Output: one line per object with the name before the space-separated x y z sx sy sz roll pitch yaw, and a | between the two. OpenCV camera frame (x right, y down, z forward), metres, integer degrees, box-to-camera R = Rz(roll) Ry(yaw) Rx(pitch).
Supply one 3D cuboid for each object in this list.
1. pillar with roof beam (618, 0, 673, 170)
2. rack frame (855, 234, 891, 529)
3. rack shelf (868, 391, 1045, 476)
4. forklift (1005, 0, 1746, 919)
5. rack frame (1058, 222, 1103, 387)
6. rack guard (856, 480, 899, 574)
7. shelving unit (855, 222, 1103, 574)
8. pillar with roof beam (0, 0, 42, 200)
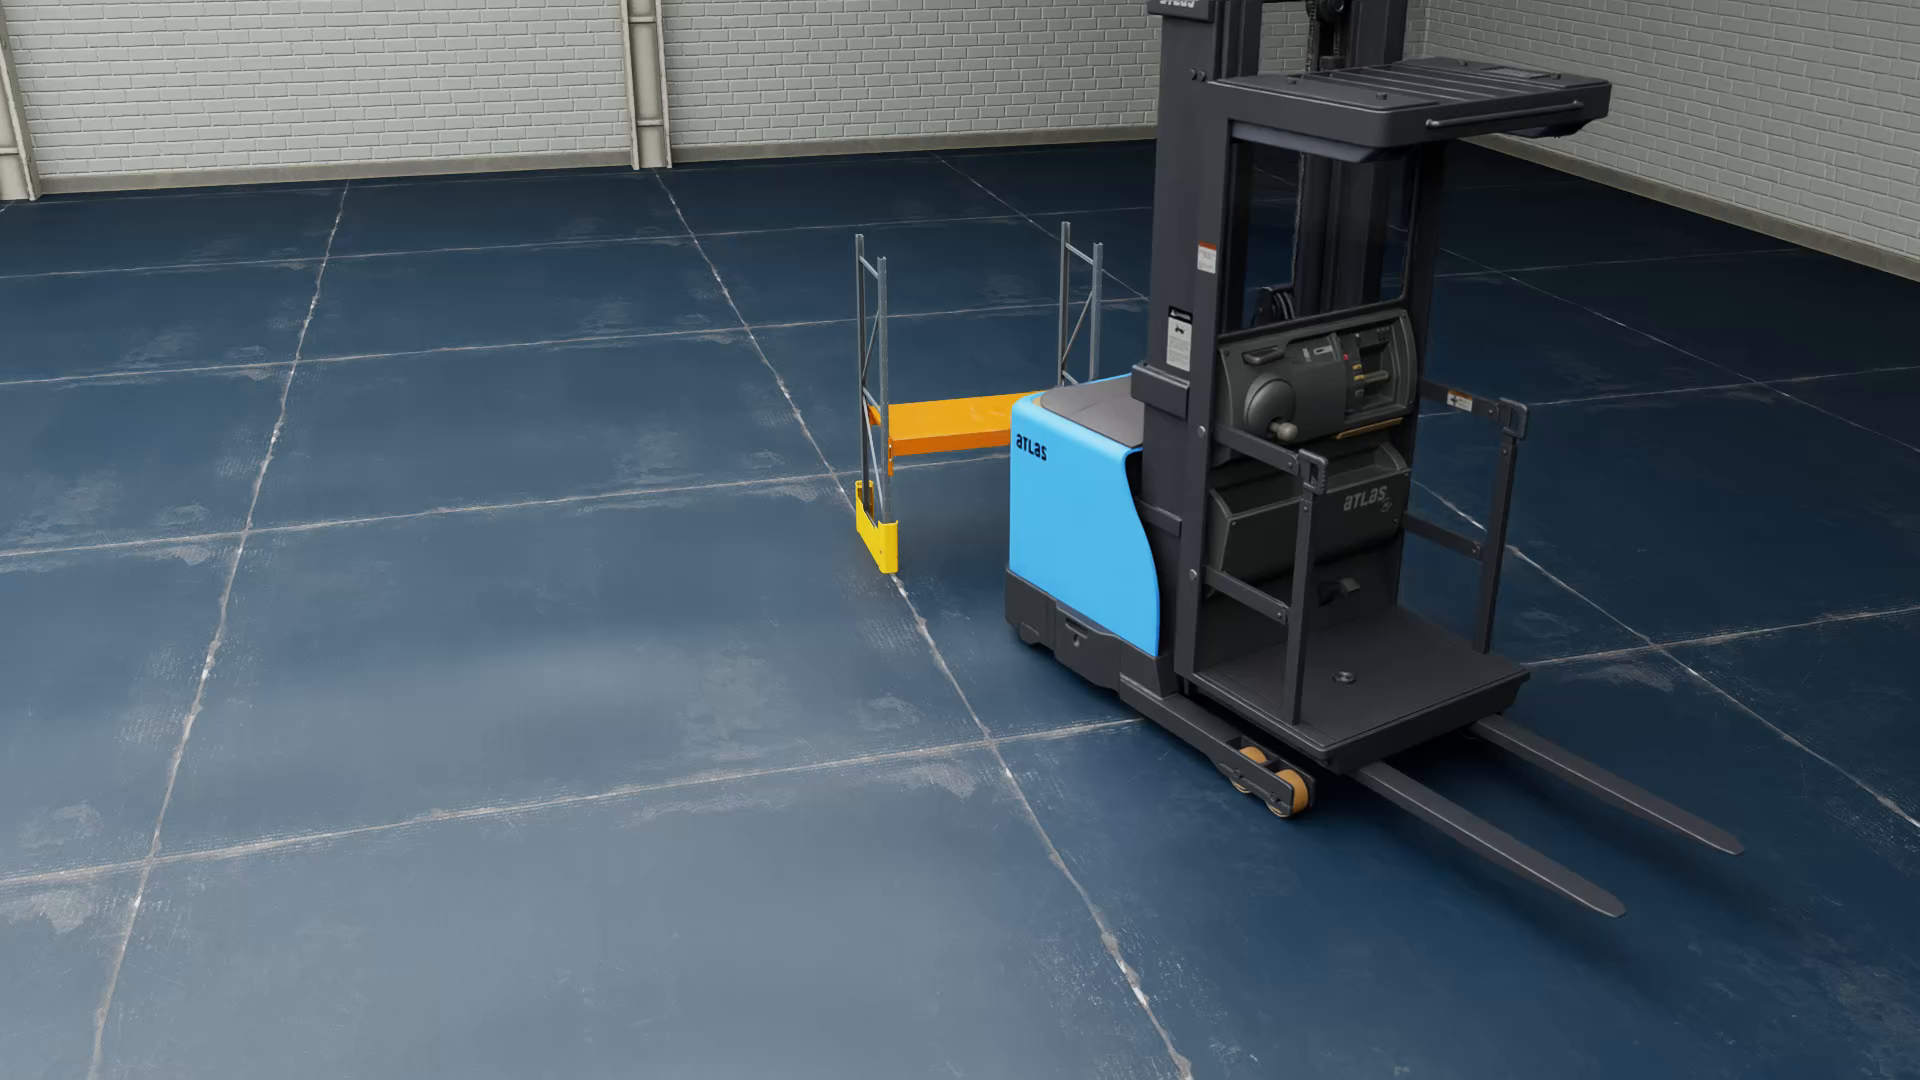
pillar with roof beam | -2.051 -6.400 11.753 0.400 9.000 9.100 -6 24 -14
rack frame | -0.407 -0.644 7.849 0.032 1.500 0.500 -6 24 -14
rack shelf | 0.082 -0.533 8.046 1.000 0.185 0.538 -6 24 -14
forklift | 1.427 -0.571 5.863 1.130 2.935 3.031 -15 27 -30
rack frame | 0.572 -0.752 8.102 0.032 1.500 0.500 -6 24 -14
rack guard | -0.406 -0.070 8.096 0.087 0.250 0.587 -6 24 -14
shelving unit | 0.073 -0.697 7.973 1.083 1.500 0.587 -6 24 -14
pillar with roof beam | -7.828 -5.761 10.264 0.400 9.000 9.100 -6 24 -14
